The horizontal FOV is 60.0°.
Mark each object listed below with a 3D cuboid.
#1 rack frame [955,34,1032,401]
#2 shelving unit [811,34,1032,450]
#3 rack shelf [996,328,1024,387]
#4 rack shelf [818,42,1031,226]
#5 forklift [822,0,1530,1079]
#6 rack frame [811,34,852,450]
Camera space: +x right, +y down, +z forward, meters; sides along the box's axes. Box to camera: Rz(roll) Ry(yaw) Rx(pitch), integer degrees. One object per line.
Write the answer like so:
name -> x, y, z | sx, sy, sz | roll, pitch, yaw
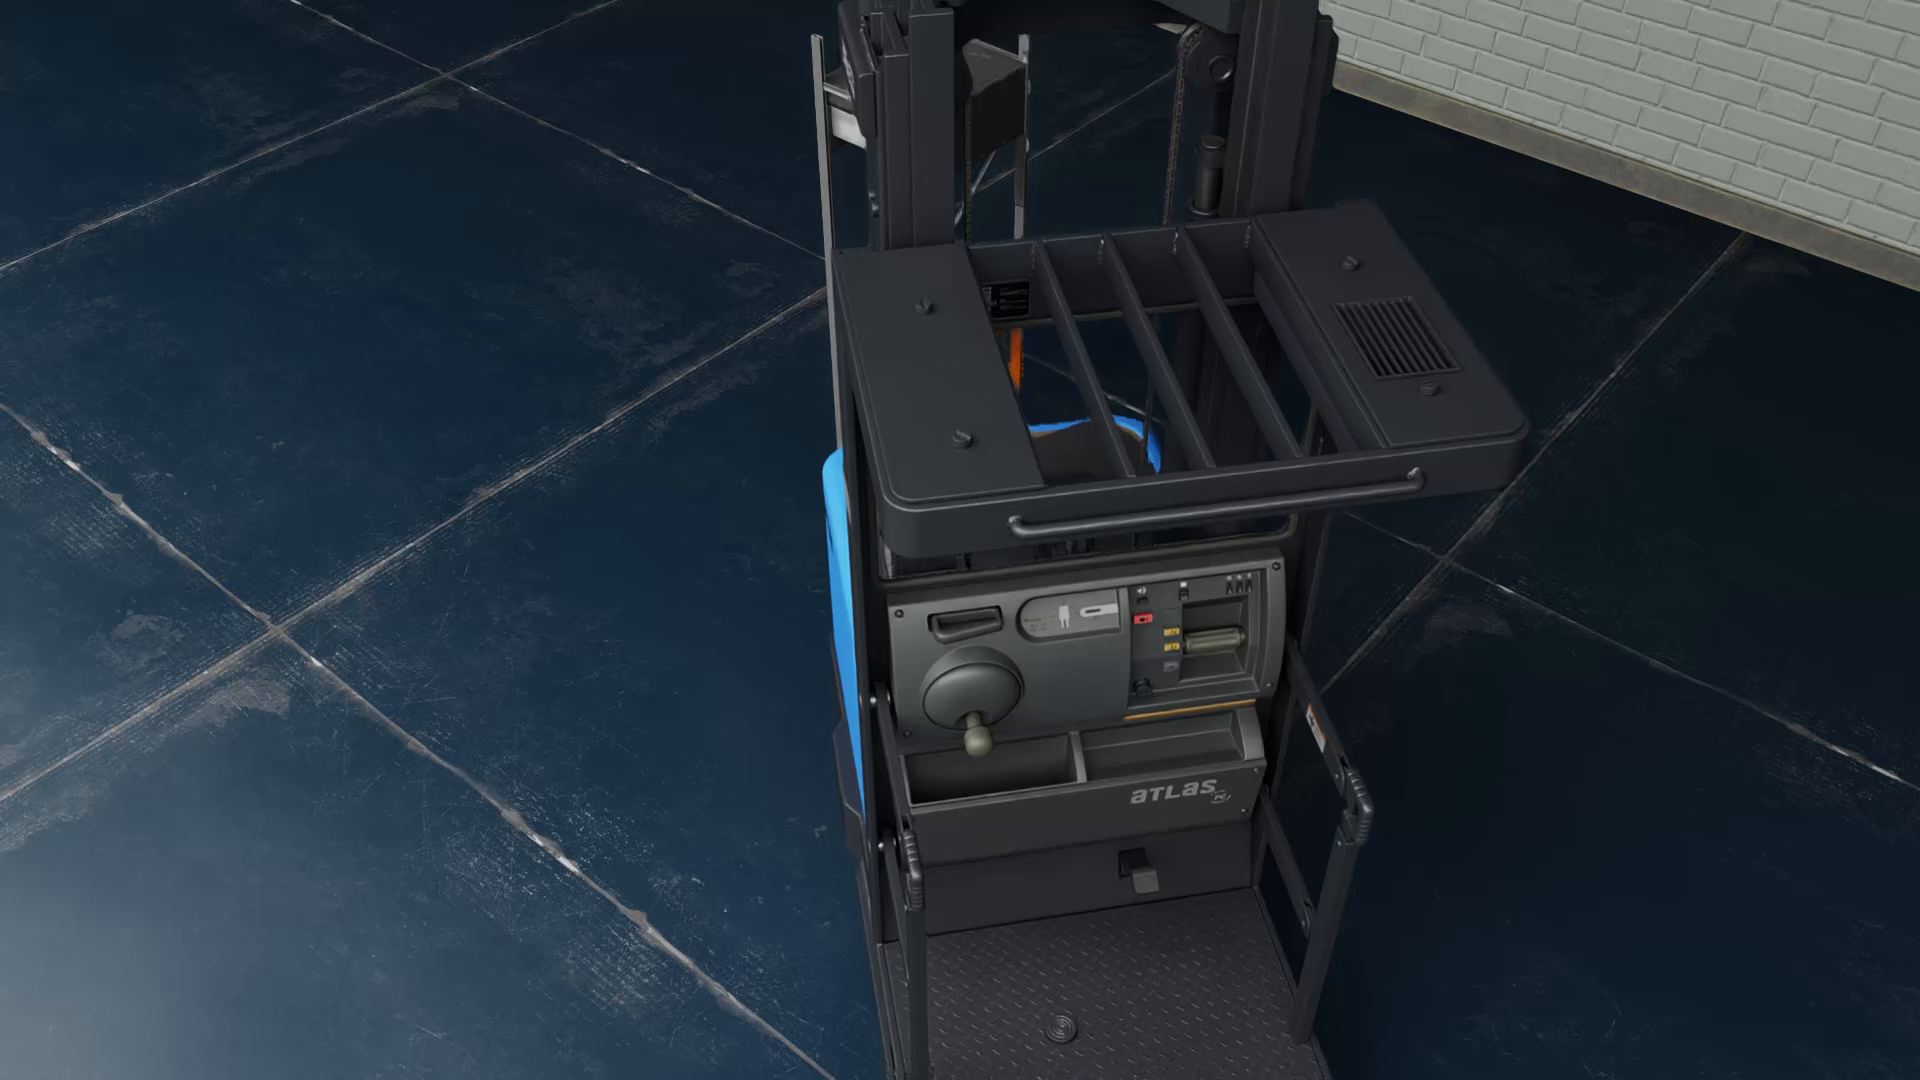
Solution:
rack frame -> 0.050, -0.817, 5.588 | 0.400, 2.100, 0.015 | 29, 50, 28
shelving unit -> -0.107, -0.692, 5.450 | 0.431, 2.100, 0.503 | 29, 50, 28
rack shelf -> -0.107, -0.682, 5.459 | 0.431, 0.518, 0.480 | 29, 50, 28
rack shelf -> -0.107, -1.199, 4.988 | 0.431, 0.518, 0.480 | 29, 50, 28
forklift -> 0.341, 0.348, 3.689 | 1.130, 2.935, 3.031 | -7, 43, -7
rack frame -> -0.264, -0.566, 5.312 | 0.400, 2.100, 0.015 | 29, 50, 28
